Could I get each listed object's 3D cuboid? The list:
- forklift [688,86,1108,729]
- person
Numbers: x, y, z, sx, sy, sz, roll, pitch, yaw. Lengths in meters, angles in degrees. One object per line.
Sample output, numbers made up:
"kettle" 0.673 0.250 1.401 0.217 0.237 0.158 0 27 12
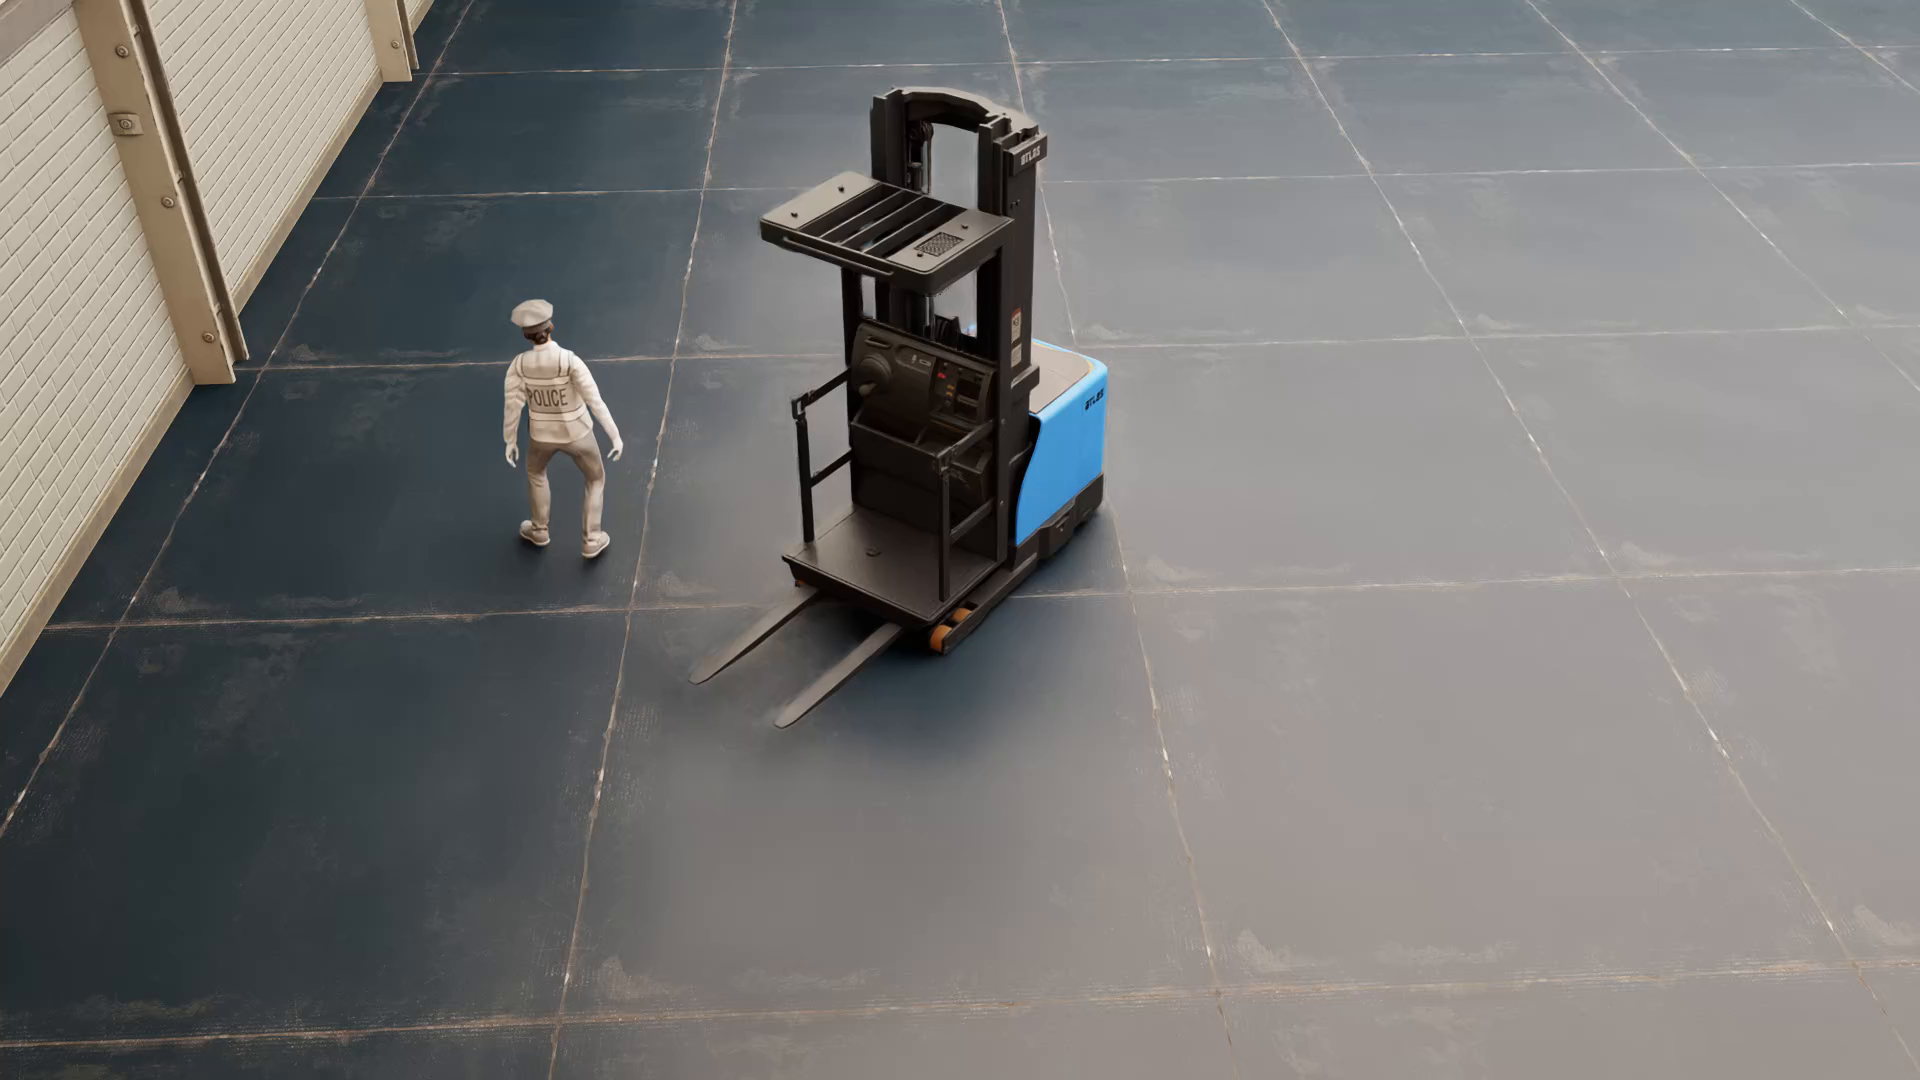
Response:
"forklift" -0.341 -0.853 9.182 1.130 2.935 3.031 23 42 28
"person" -2.396 -0.633 9.942 0.794 1.602 0.422 4 36 5
